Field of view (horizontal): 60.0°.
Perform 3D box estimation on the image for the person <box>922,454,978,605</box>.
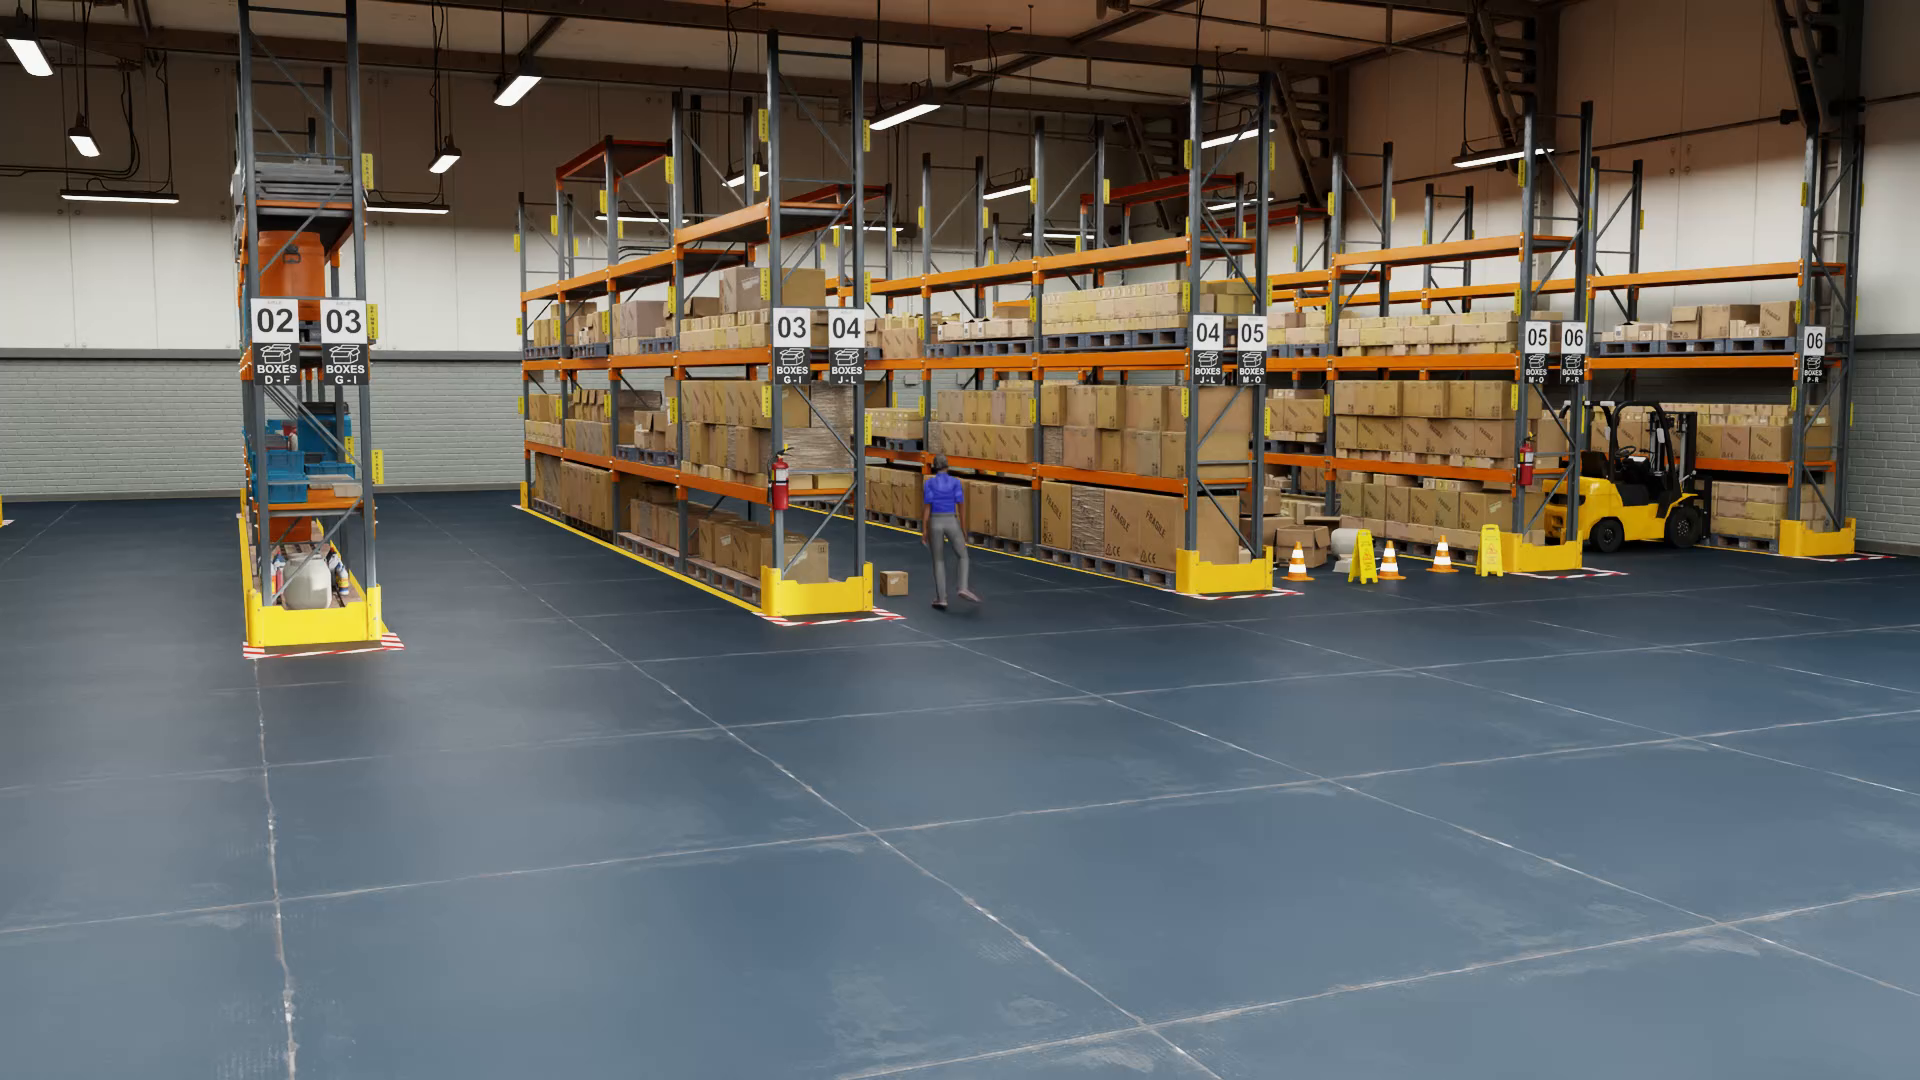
[{"bbox_3d":[-0.109,-0.104,17.988,0.610,1.651,0.469,0,6,-2],"label":"person"}]
